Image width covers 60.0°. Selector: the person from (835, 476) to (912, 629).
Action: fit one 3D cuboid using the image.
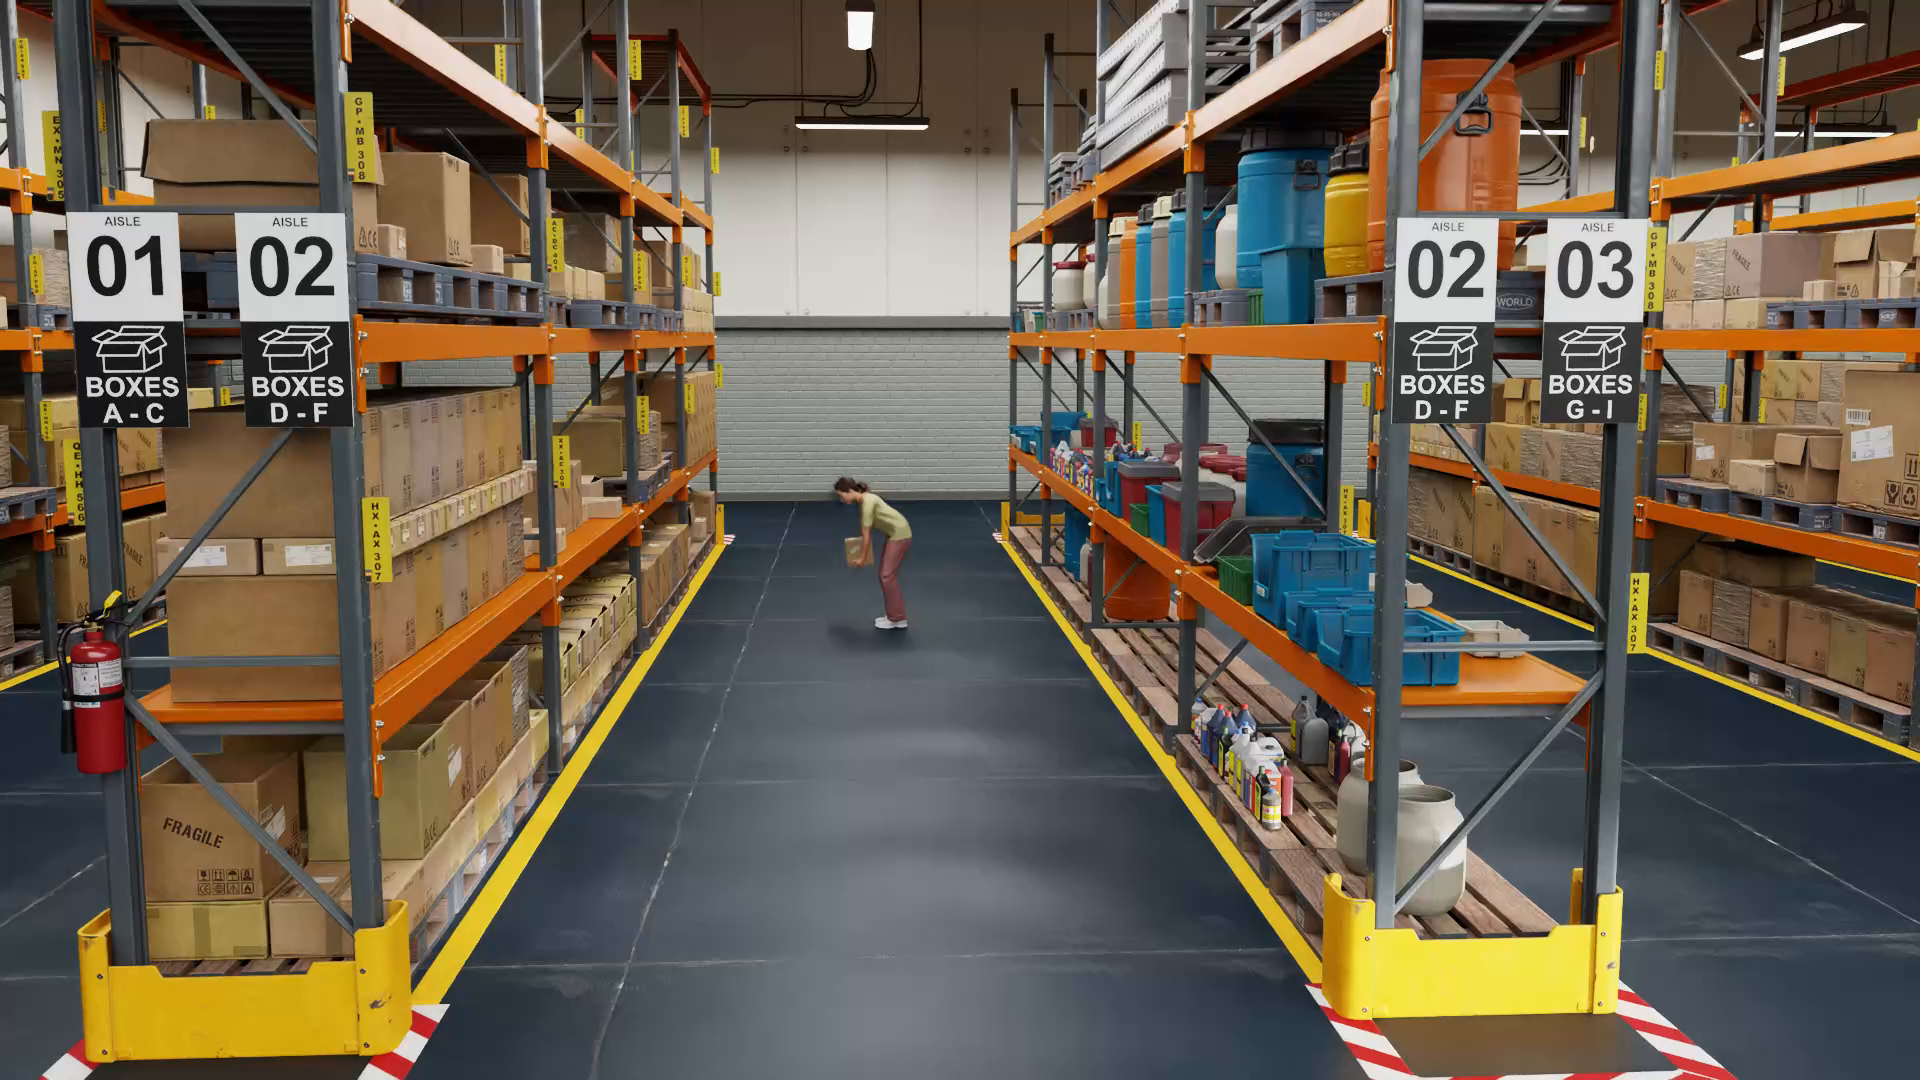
[{"bbox_3d":[-0.820,0.112,15.810,0.731,1.445,0.406,-1,7,-5],"label":"person"}]
